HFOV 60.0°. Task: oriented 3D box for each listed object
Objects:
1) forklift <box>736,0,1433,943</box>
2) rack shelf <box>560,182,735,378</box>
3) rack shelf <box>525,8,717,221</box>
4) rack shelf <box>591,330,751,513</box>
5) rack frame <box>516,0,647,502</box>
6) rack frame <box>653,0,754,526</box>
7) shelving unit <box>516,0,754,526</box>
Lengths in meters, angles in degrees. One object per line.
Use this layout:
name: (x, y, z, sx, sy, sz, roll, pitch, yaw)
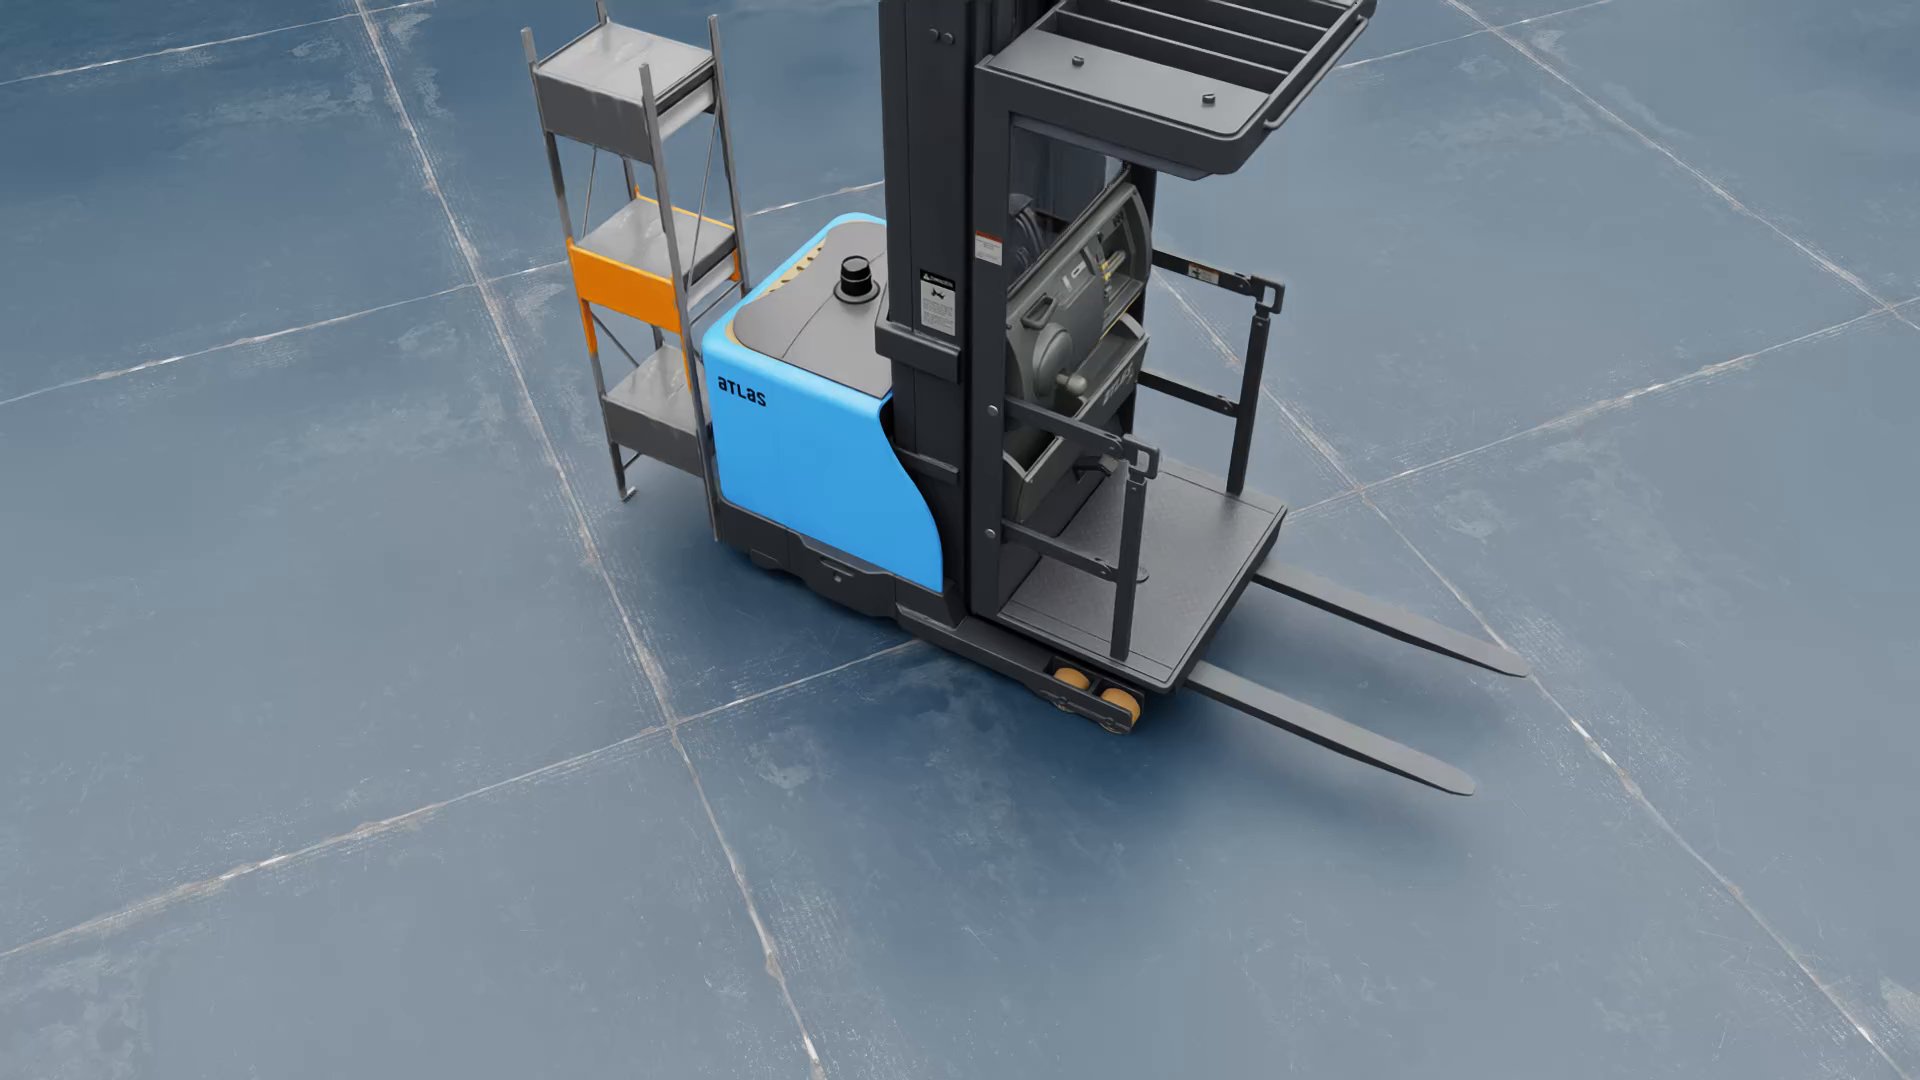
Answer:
forklift: (0.403, -0.637, 5.309, 1.130, 2.935, 3.031, -26, 50, -24)
rack shelf: (-1.153, -0.980, 6.268, 0.480, 0.518, 0.431, 12, 46, 12)
rack shelf: (-1.153, -1.479, 5.776, 0.480, 0.518, 0.431, 12, 46, 12)
rack shelf: (-1.153, -0.482, 6.760, 0.480, 0.518, 0.431, 12, 46, 12)
rack frame: (-1.387, -1.040, 6.309, 0.015, 2.100, 0.400, 12, 46, 12)
rack frame: (-0.920, -0.940, 6.208, 0.015, 2.100, 0.400, 12, 46, 12)
shelving unit: (-1.153, -0.990, 6.258, 0.503, 2.100, 0.431, 12, 46, 12)
